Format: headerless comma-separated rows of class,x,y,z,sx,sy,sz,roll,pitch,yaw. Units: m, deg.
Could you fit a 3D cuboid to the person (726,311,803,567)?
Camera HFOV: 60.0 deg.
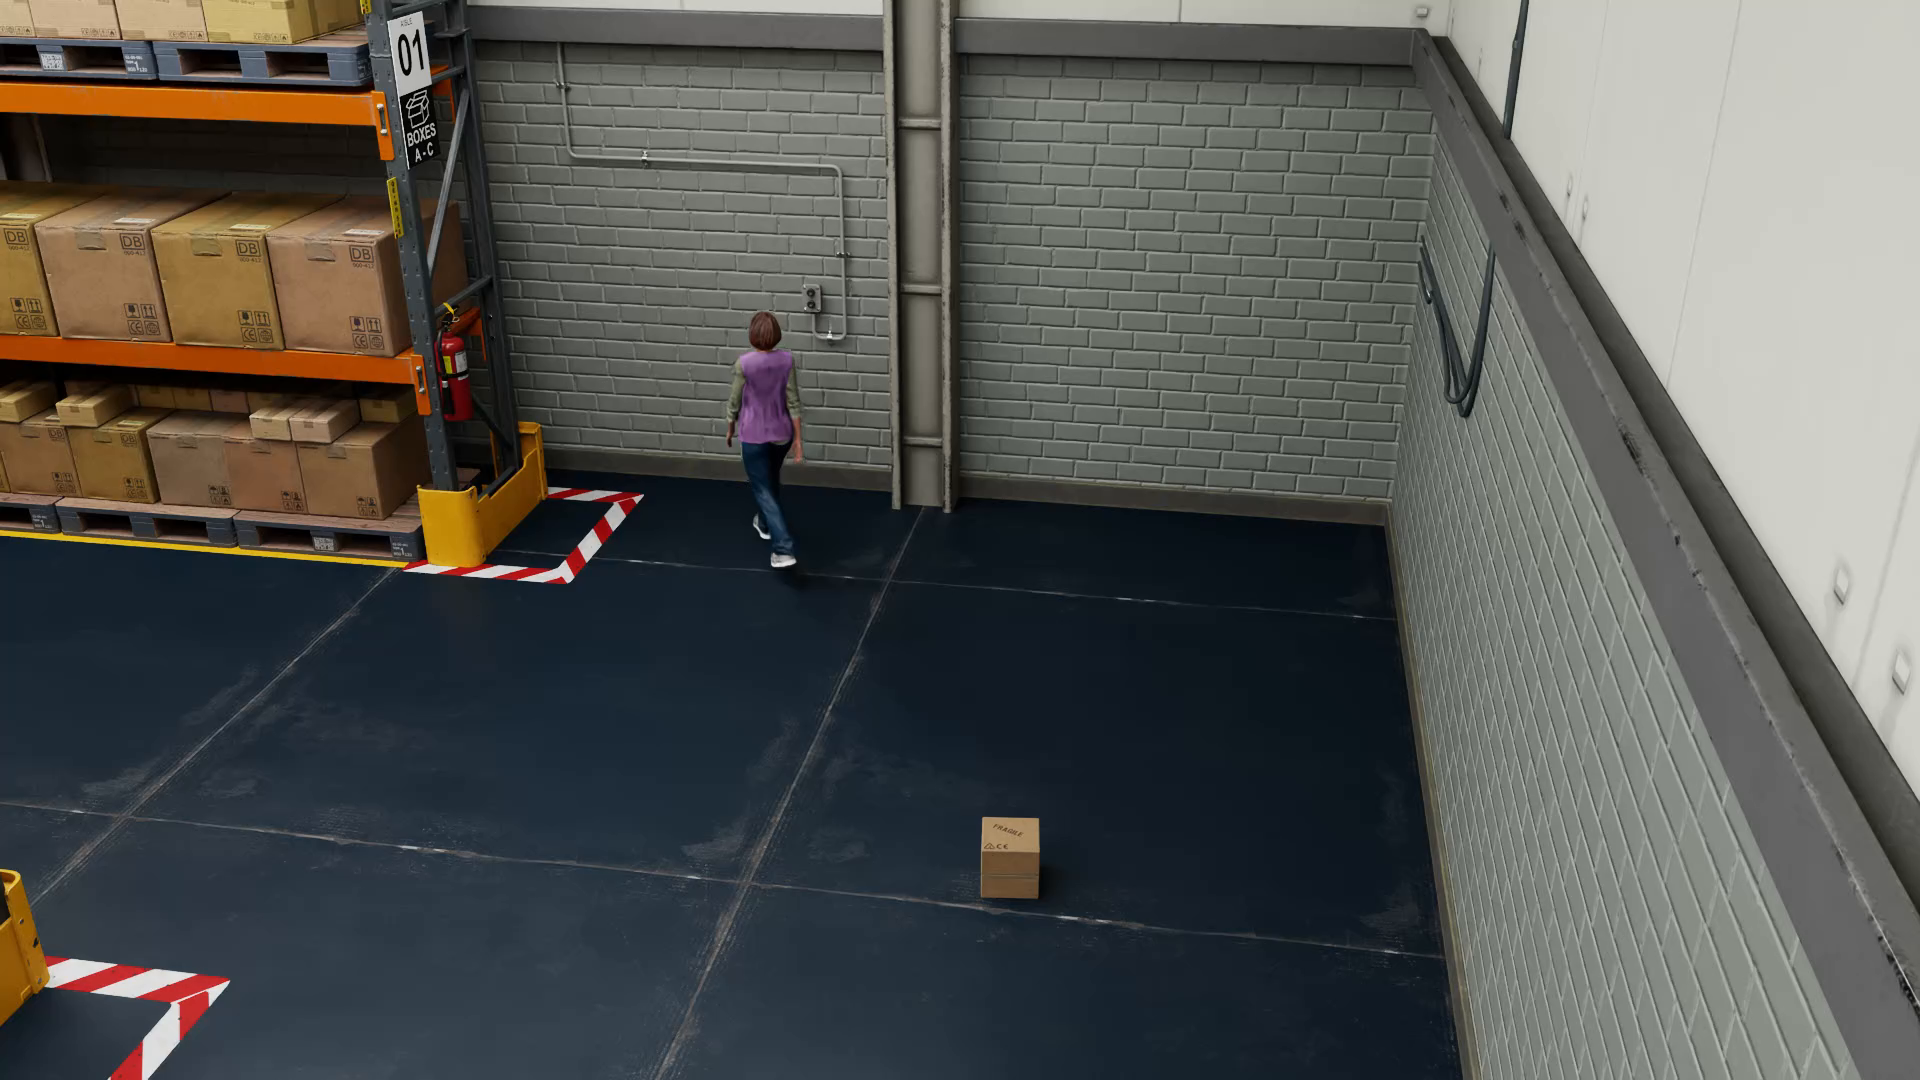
person,-1.163,-0.620,9.923,0.419,1.546,0.922,-12,28,-23
